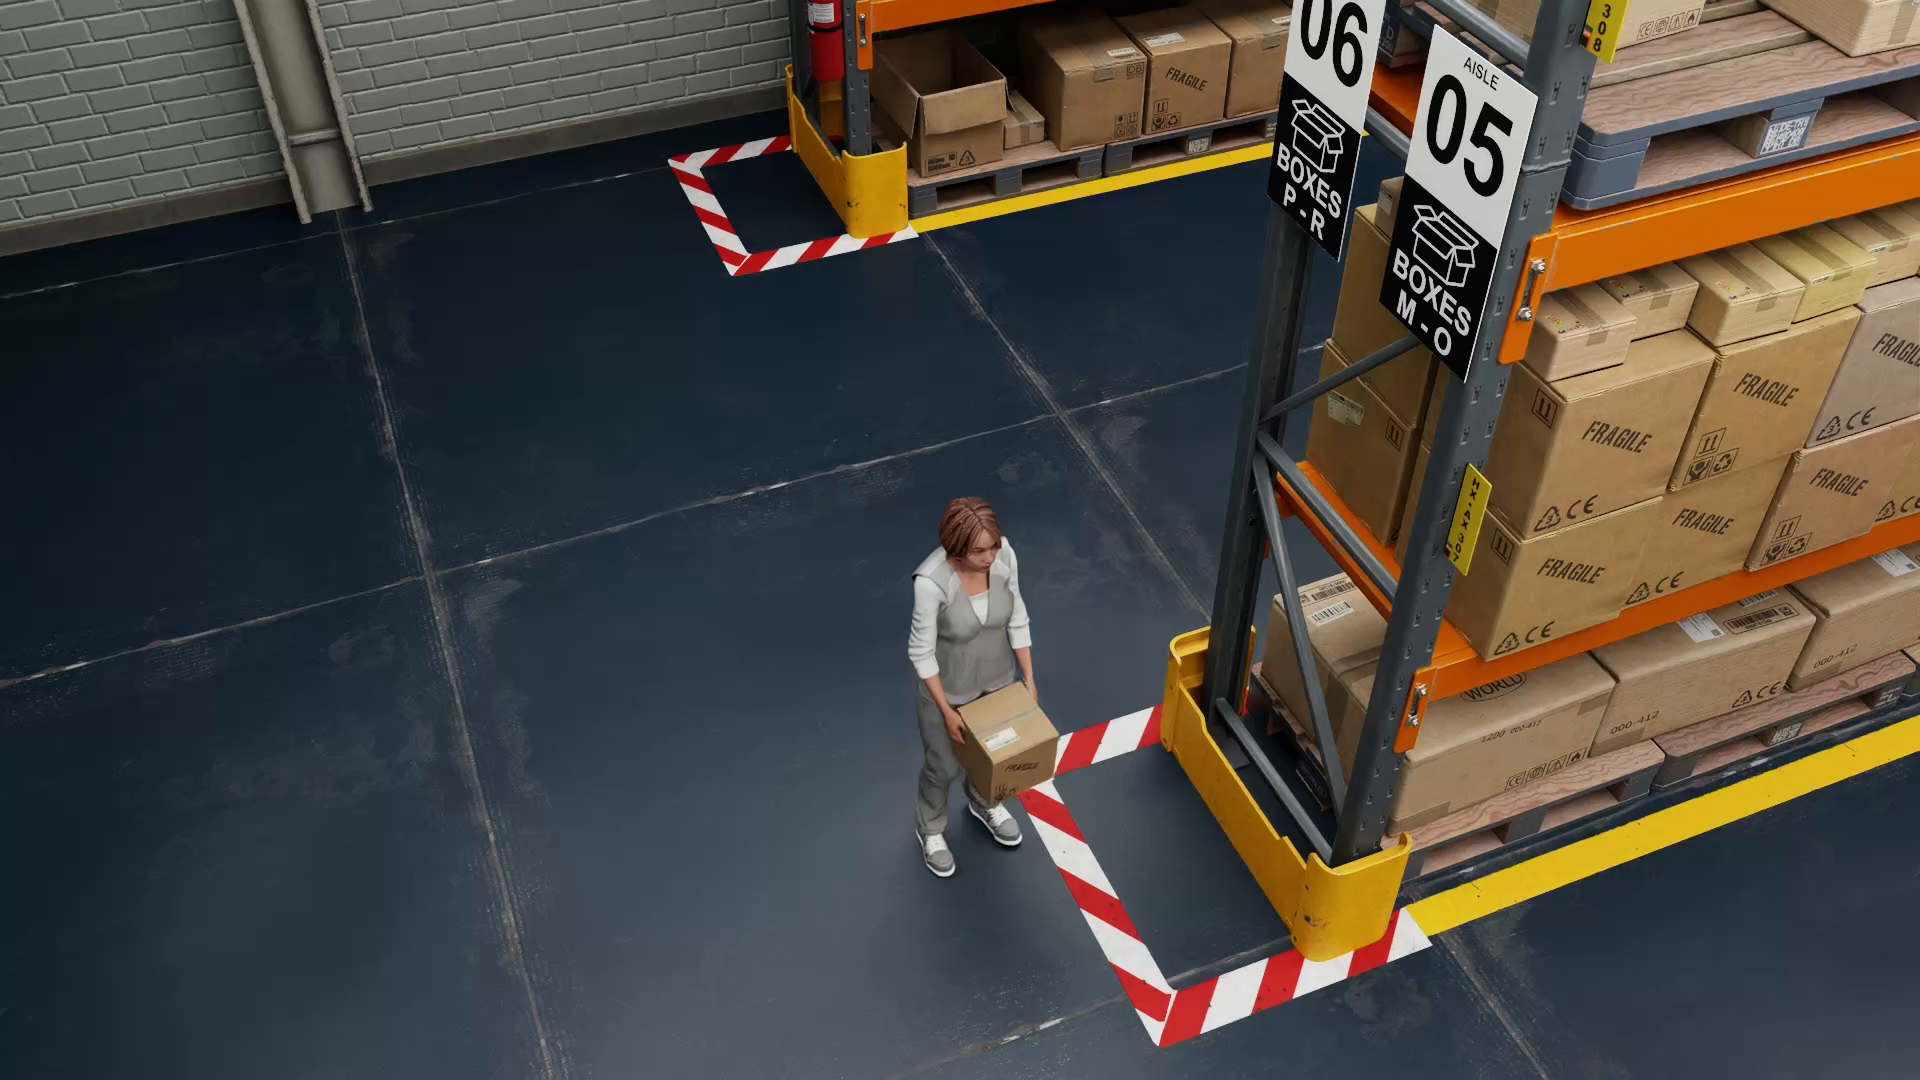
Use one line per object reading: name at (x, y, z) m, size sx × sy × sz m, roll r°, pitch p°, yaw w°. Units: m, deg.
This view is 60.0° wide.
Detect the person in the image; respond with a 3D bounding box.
person at (0.039, 0.494, 5.619) m, size 0.444 × 1.602 × 0.384 m, roll -21°, pitch 46°, yaw -22°
